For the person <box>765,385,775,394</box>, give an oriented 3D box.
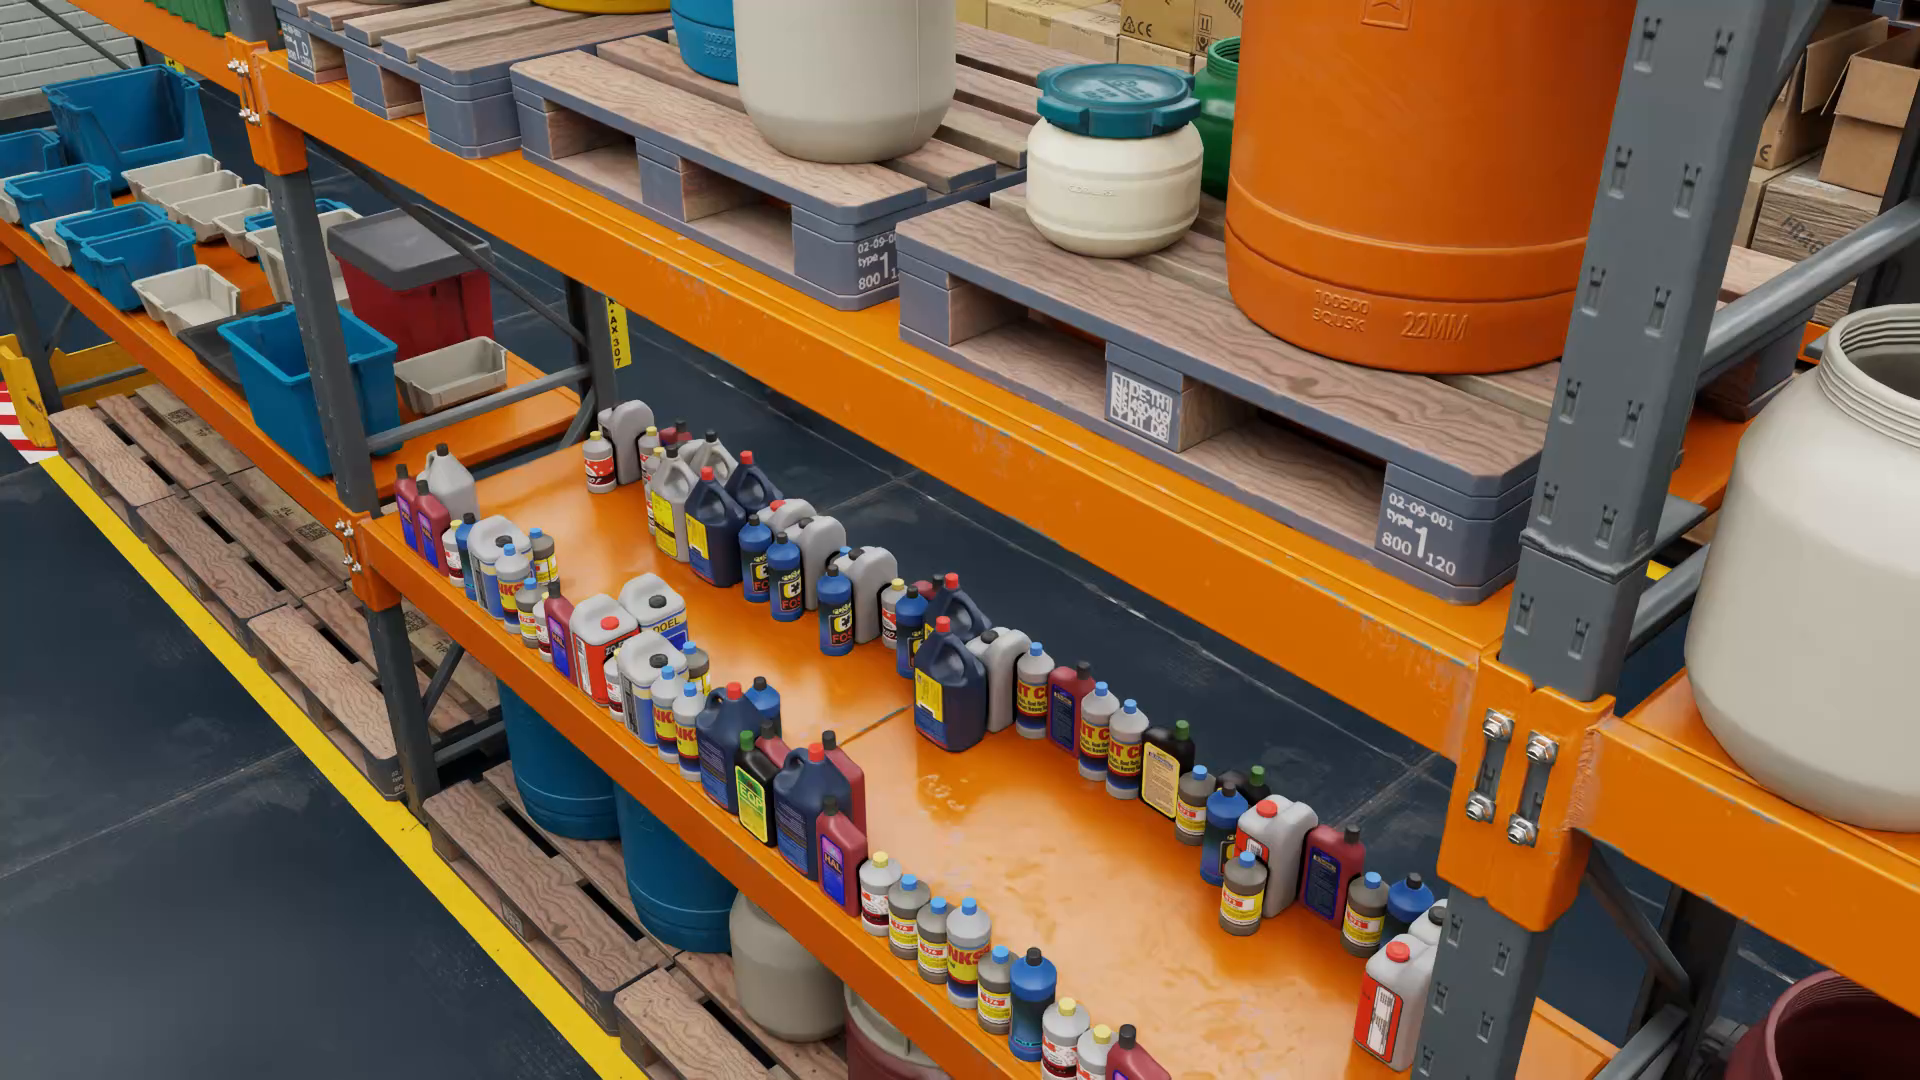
[{"bbox_3d":[-1.081,-1.545,8.566,0.480,1.657,0.817,-24,39,-33],"label":"person"}]
